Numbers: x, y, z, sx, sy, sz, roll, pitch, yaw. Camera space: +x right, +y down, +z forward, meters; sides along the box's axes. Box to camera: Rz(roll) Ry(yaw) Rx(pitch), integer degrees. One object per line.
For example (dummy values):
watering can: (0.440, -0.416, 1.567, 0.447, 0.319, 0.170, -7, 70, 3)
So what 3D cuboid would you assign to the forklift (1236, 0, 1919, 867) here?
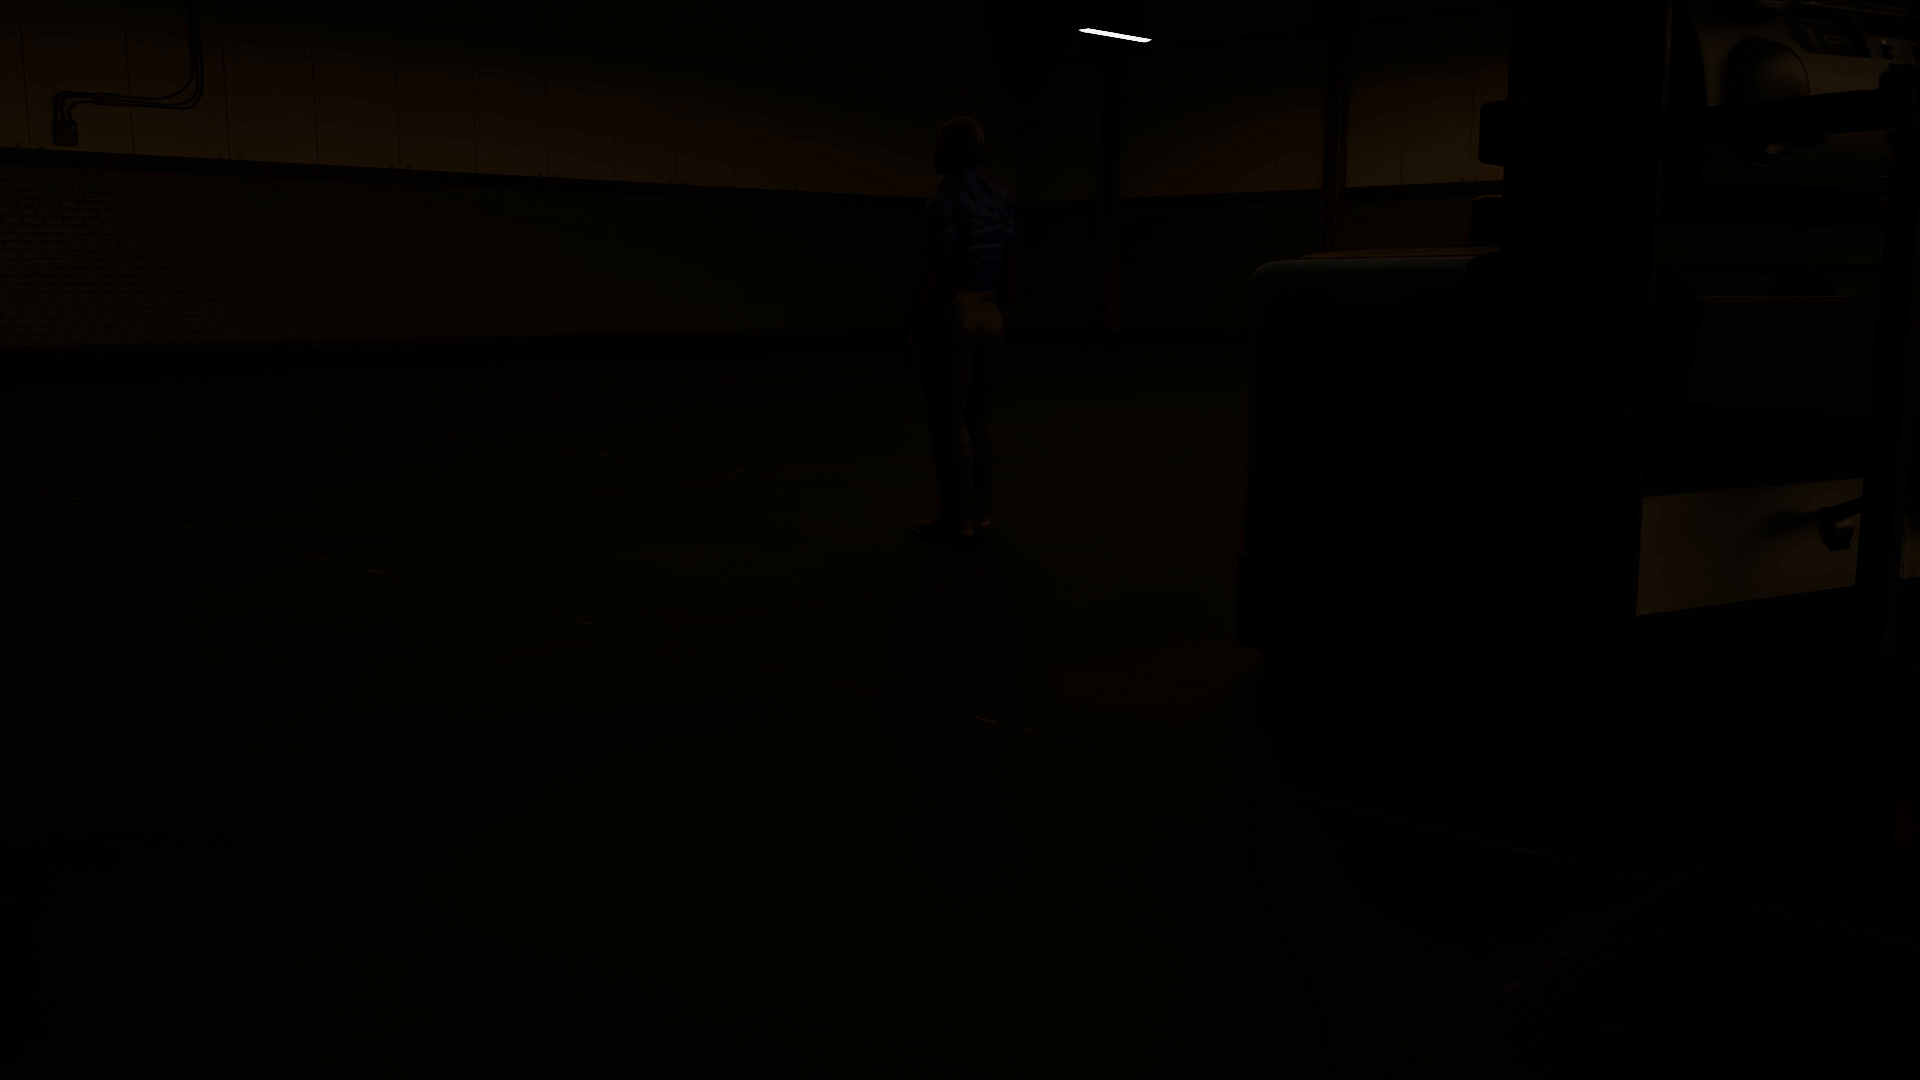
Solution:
forklift: (1.891, -0.953, 3.202, 1.130, 2.935, 3.031, -5, 10, -29)

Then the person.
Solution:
person: (-0.049, -0.837, 6.668, 0.503, 1.656, 0.569, 8, 12, 43)
